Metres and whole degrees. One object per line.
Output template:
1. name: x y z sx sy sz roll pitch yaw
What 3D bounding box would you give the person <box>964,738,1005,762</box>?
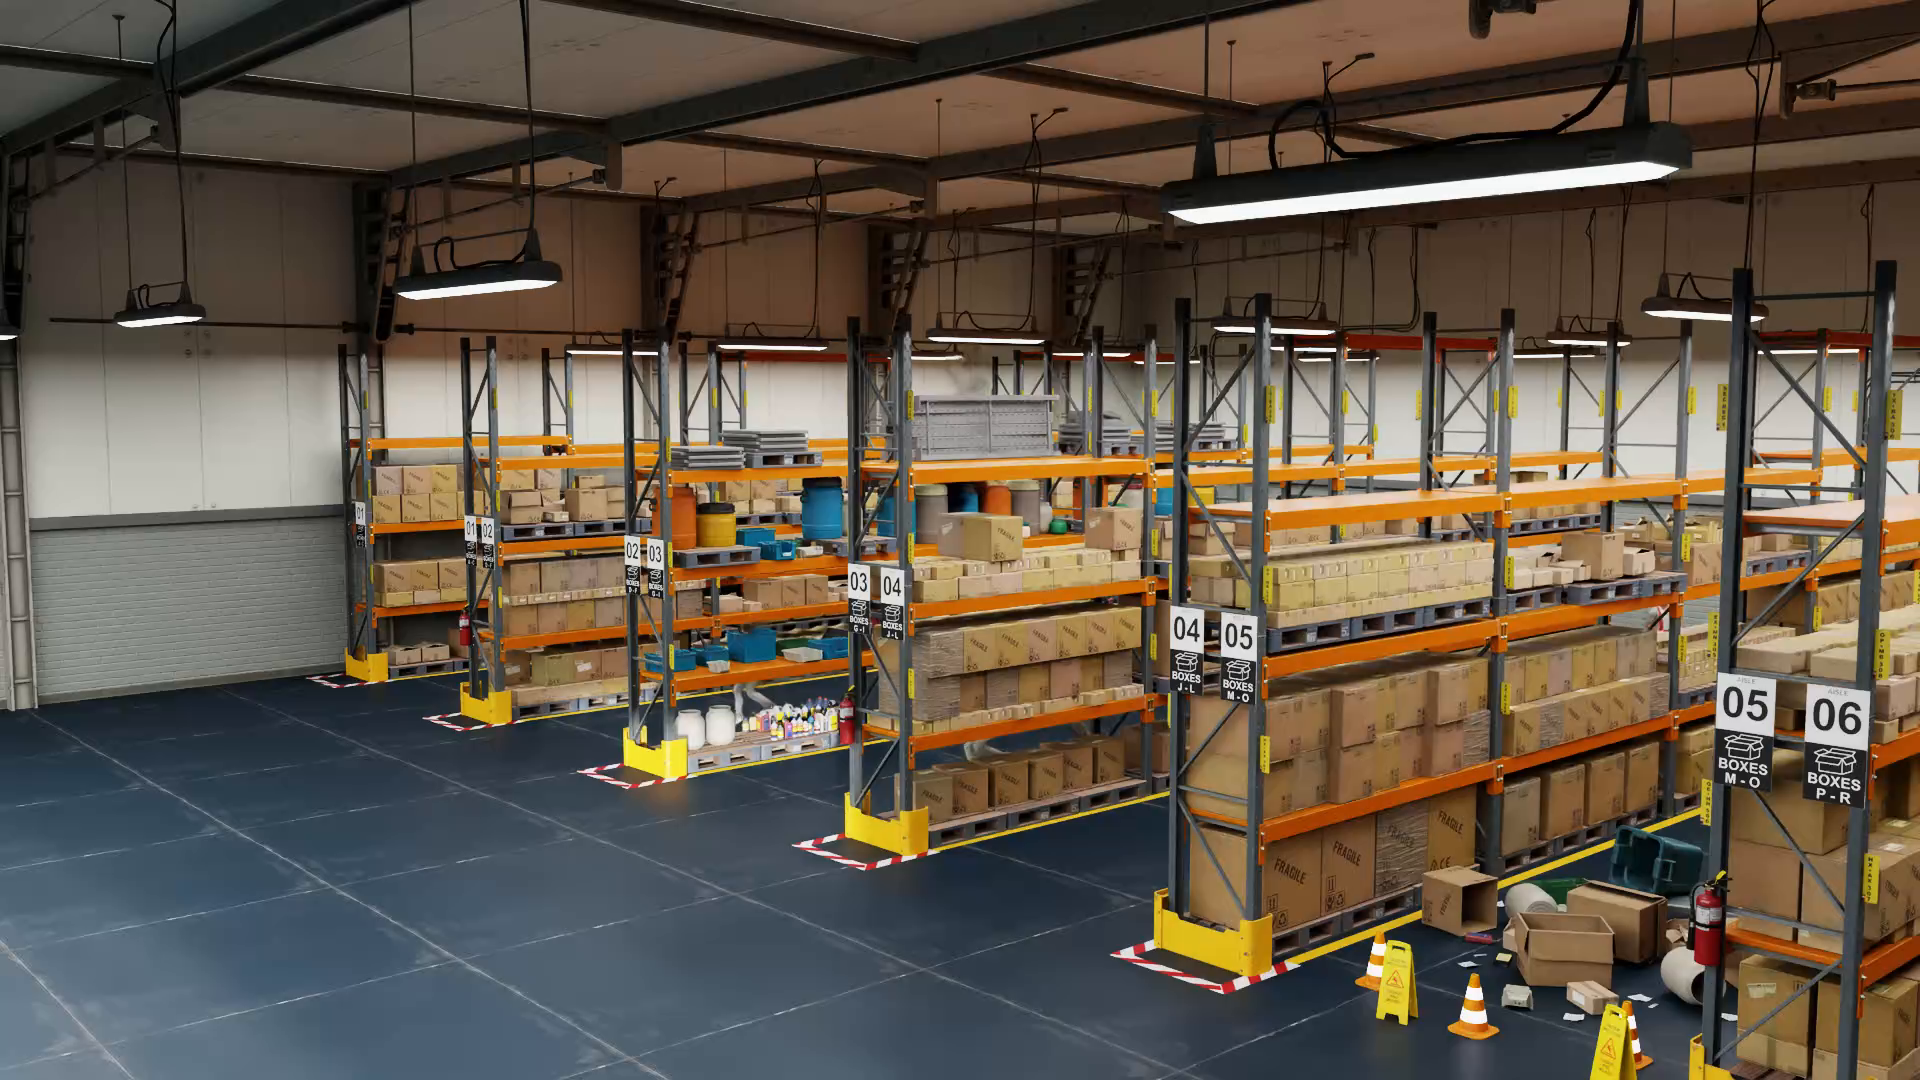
1. person: 0.295 2.342 21.859 0.639 1.746 0.721 -5 7 -43

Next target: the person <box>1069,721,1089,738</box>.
1. person: 1.652 2.267 23.370 0.725 1.718 0.592 -5 7 -44

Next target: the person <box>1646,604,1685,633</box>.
1. person: 12.205 1.738 28.736 0.677 1.755 0.680 0 5 4

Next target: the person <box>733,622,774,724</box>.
1. person: -3.265 2.058 25.762 0.804 1.605 0.541 -4 6 -38
